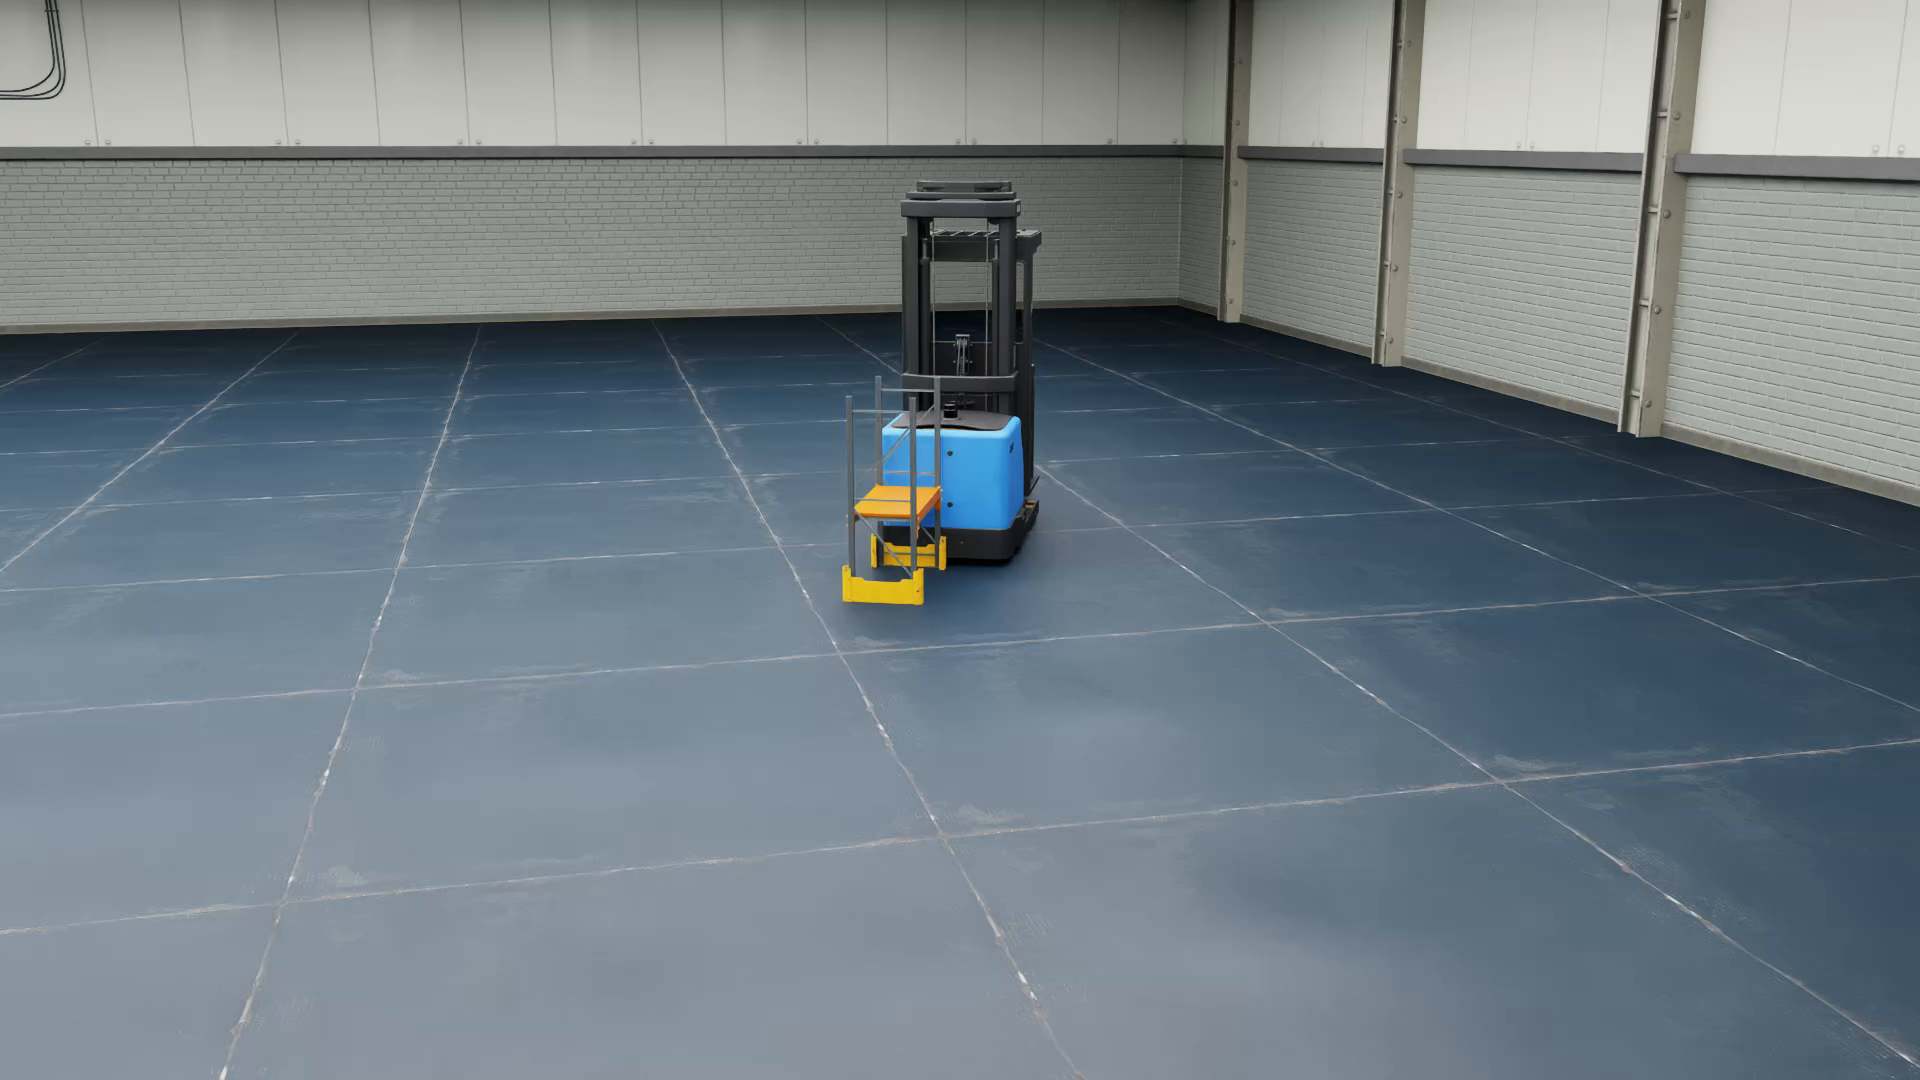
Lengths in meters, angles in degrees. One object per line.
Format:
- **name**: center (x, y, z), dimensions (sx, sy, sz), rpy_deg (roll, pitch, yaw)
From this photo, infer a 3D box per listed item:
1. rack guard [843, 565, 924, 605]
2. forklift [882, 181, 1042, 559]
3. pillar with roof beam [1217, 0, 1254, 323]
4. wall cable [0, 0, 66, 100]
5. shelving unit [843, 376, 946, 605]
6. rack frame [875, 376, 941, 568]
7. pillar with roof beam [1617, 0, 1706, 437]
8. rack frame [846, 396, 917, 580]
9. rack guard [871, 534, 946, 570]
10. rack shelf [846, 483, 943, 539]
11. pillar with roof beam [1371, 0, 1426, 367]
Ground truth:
- **rack guard**: center (-0.558, 0.327, 12.063), dimensions (0.587, 0.250, 0.087), rpy_deg (2, 14, 9)
- **forklift**: center (0.098, -1.572, 14.184), dimensions (1.130, 2.935, 3.031), rpy_deg (2, 14, 9)
- **pillar with roof beam**: center (0.705, -8.104, 28.139), dimensions (9.100, 9.000, 0.400), rpy_deg (-3, 14, -13)
- **wall cable**: center (-15.904, -9.519, 26.765), dimensions (2.305, 6.003, 0.169), rpy_deg (-3, 14, -13)
- **shelving unit**: center (-0.480, -0.397, 12.393), dimensions (0.587, 1.500, 1.083), rpy_deg (2, 14, 9)
- **rack frame**: center (-0.399, -0.519, 12.889), dimensions (0.500, 1.500, 0.032), rpy_deg (2, 14, 9)
- **pillar with roof beam**: center (3.523, -5.336, 16.808), dimensions (9.100, 9.000, 0.400), rpy_deg (-3, 14, -13)
- **rack frame**: center (-0.558, -0.280, 11.914), dimensions (0.500, 1.500, 0.032), rpy_deg (2, 14, 9)
- **rack guard**: center (-0.402, 0.093, 13.019), dimensions (0.587, 0.250, 0.087), rpy_deg (2, 14, 9)
- **rack shelf**: center (-0.479, -0.225, 12.444), dimensions (0.538, 0.185, 1.000), rpy_deg (2, 14, 9)
- **pillar with roof beam**: center (2.114, -6.720, 22.473), dimensions (9.100, 9.000, 0.400), rpy_deg (-3, 14, -13)
